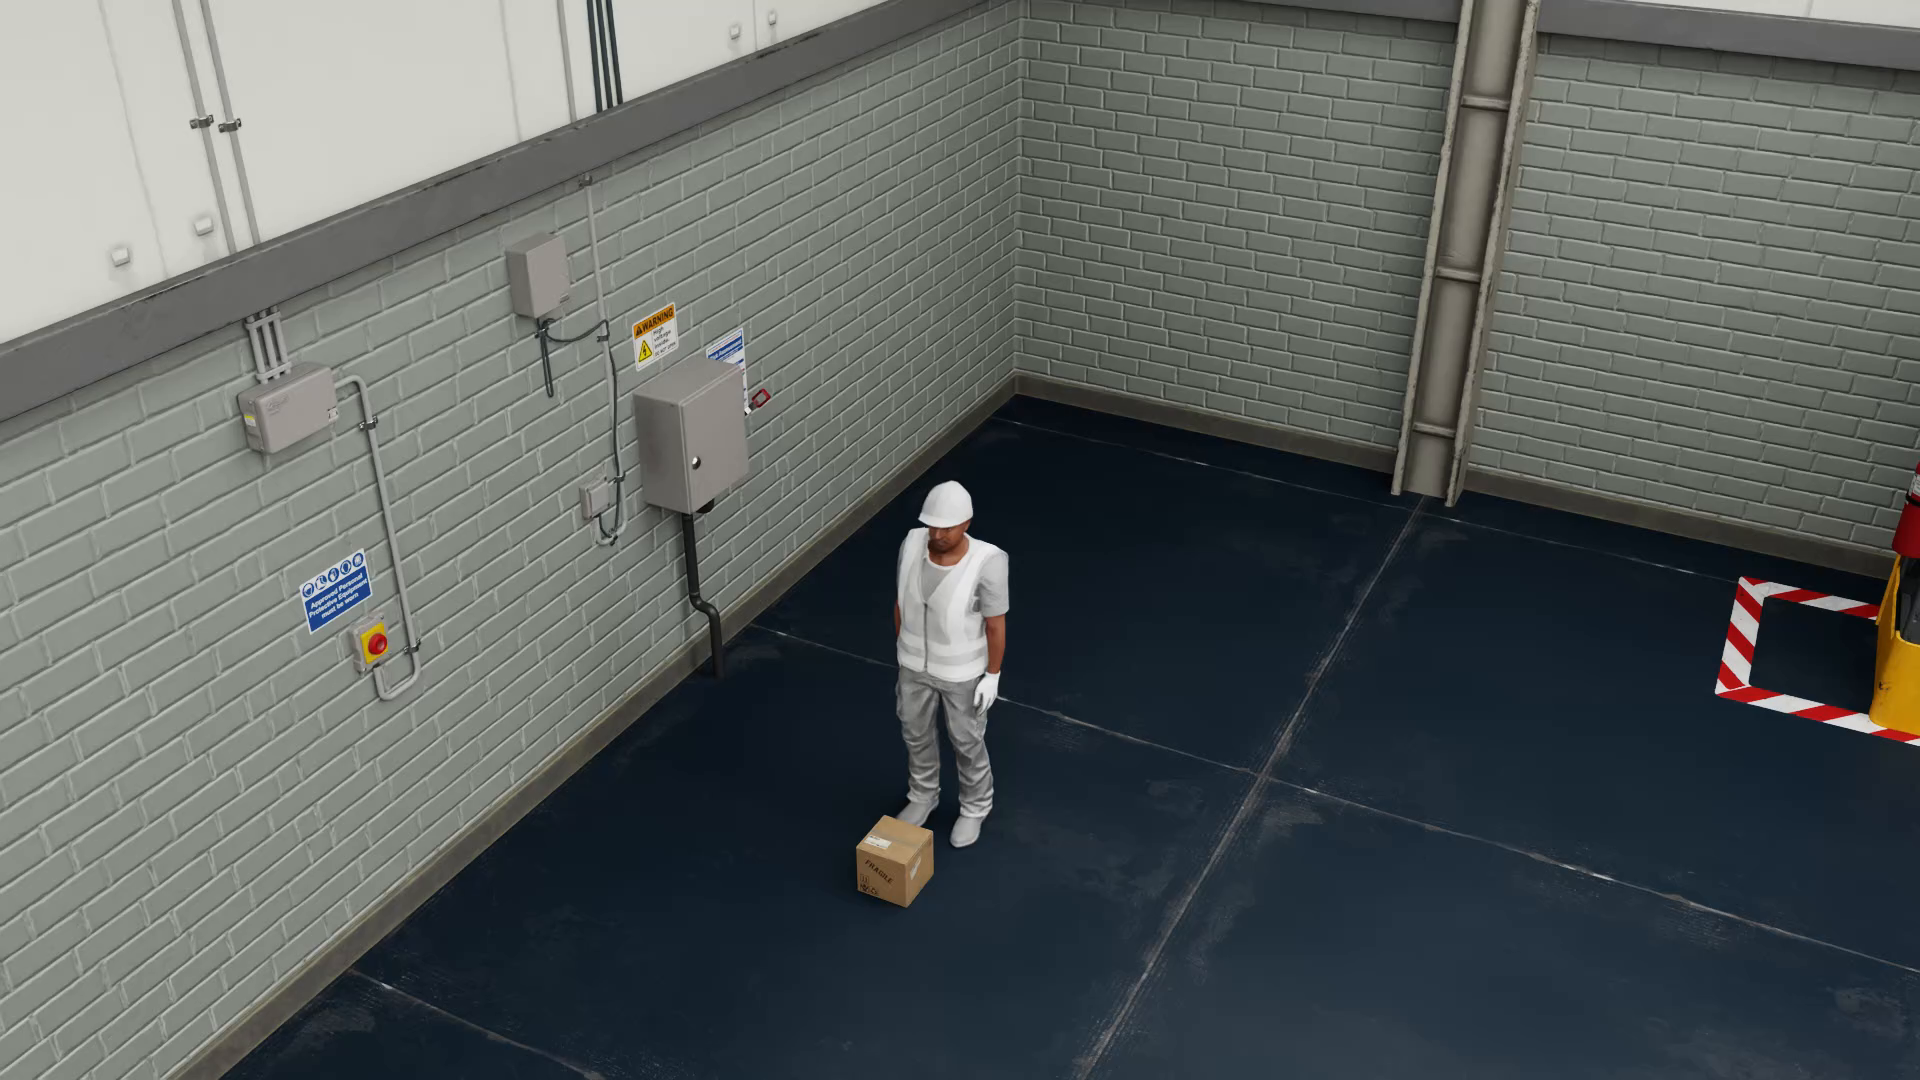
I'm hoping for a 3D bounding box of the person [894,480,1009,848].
[{"bbox_3d":[-0.057,0.548,7.319,0.547,1.781,0.367,15,33,24],"label":"person"}]
